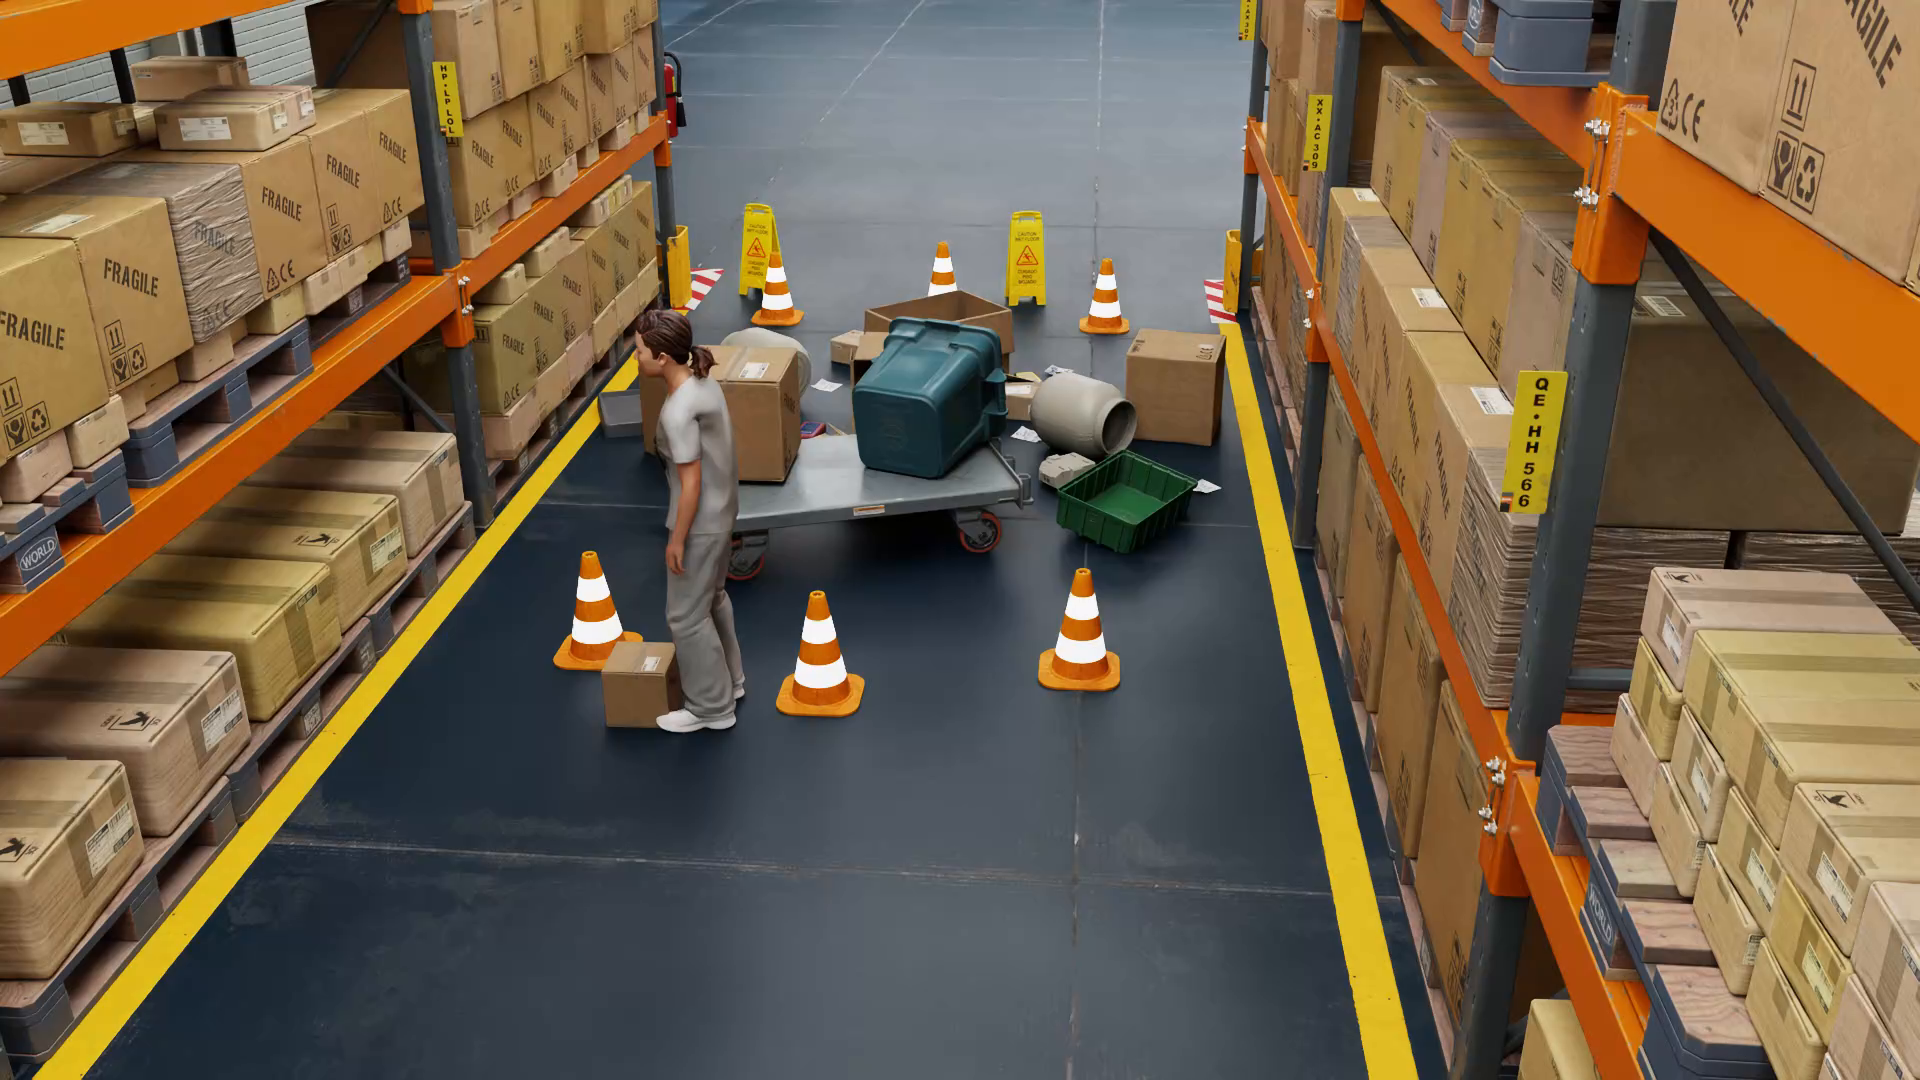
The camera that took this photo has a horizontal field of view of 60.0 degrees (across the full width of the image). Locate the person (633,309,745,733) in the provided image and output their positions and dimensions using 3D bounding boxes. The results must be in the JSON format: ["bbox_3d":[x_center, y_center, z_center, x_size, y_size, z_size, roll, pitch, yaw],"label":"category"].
[{"bbox_3d":[-1.006,-0.069,6.258,0.357,1.672,0.514,1,25,1],"label":"person"}]
